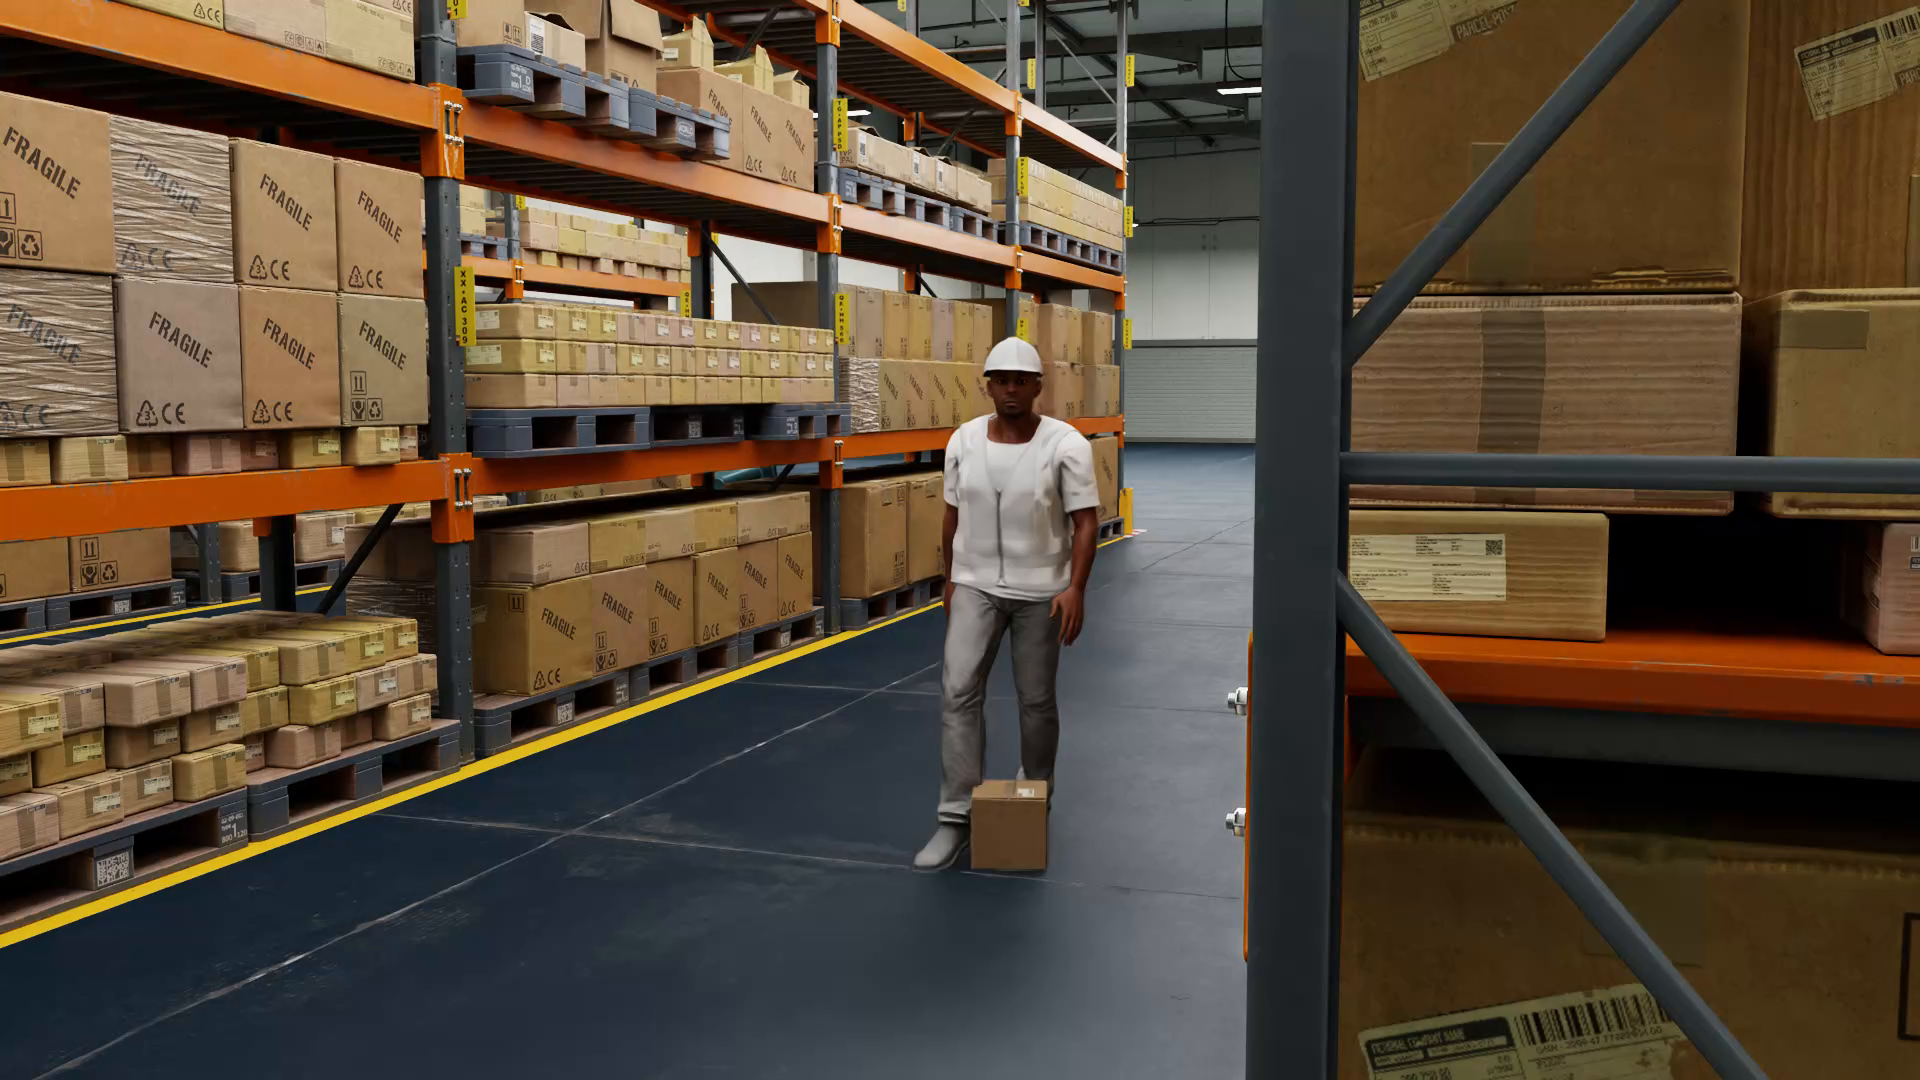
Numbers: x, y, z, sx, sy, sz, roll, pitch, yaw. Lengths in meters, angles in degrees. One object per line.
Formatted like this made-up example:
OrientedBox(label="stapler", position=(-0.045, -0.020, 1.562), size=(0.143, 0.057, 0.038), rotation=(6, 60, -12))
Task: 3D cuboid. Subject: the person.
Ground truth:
OrientedBox(label="person", position=(0.180, 0.191, 5.747), size=(0.592, 1.773, 0.834), rotation=(1, 5, 14))
